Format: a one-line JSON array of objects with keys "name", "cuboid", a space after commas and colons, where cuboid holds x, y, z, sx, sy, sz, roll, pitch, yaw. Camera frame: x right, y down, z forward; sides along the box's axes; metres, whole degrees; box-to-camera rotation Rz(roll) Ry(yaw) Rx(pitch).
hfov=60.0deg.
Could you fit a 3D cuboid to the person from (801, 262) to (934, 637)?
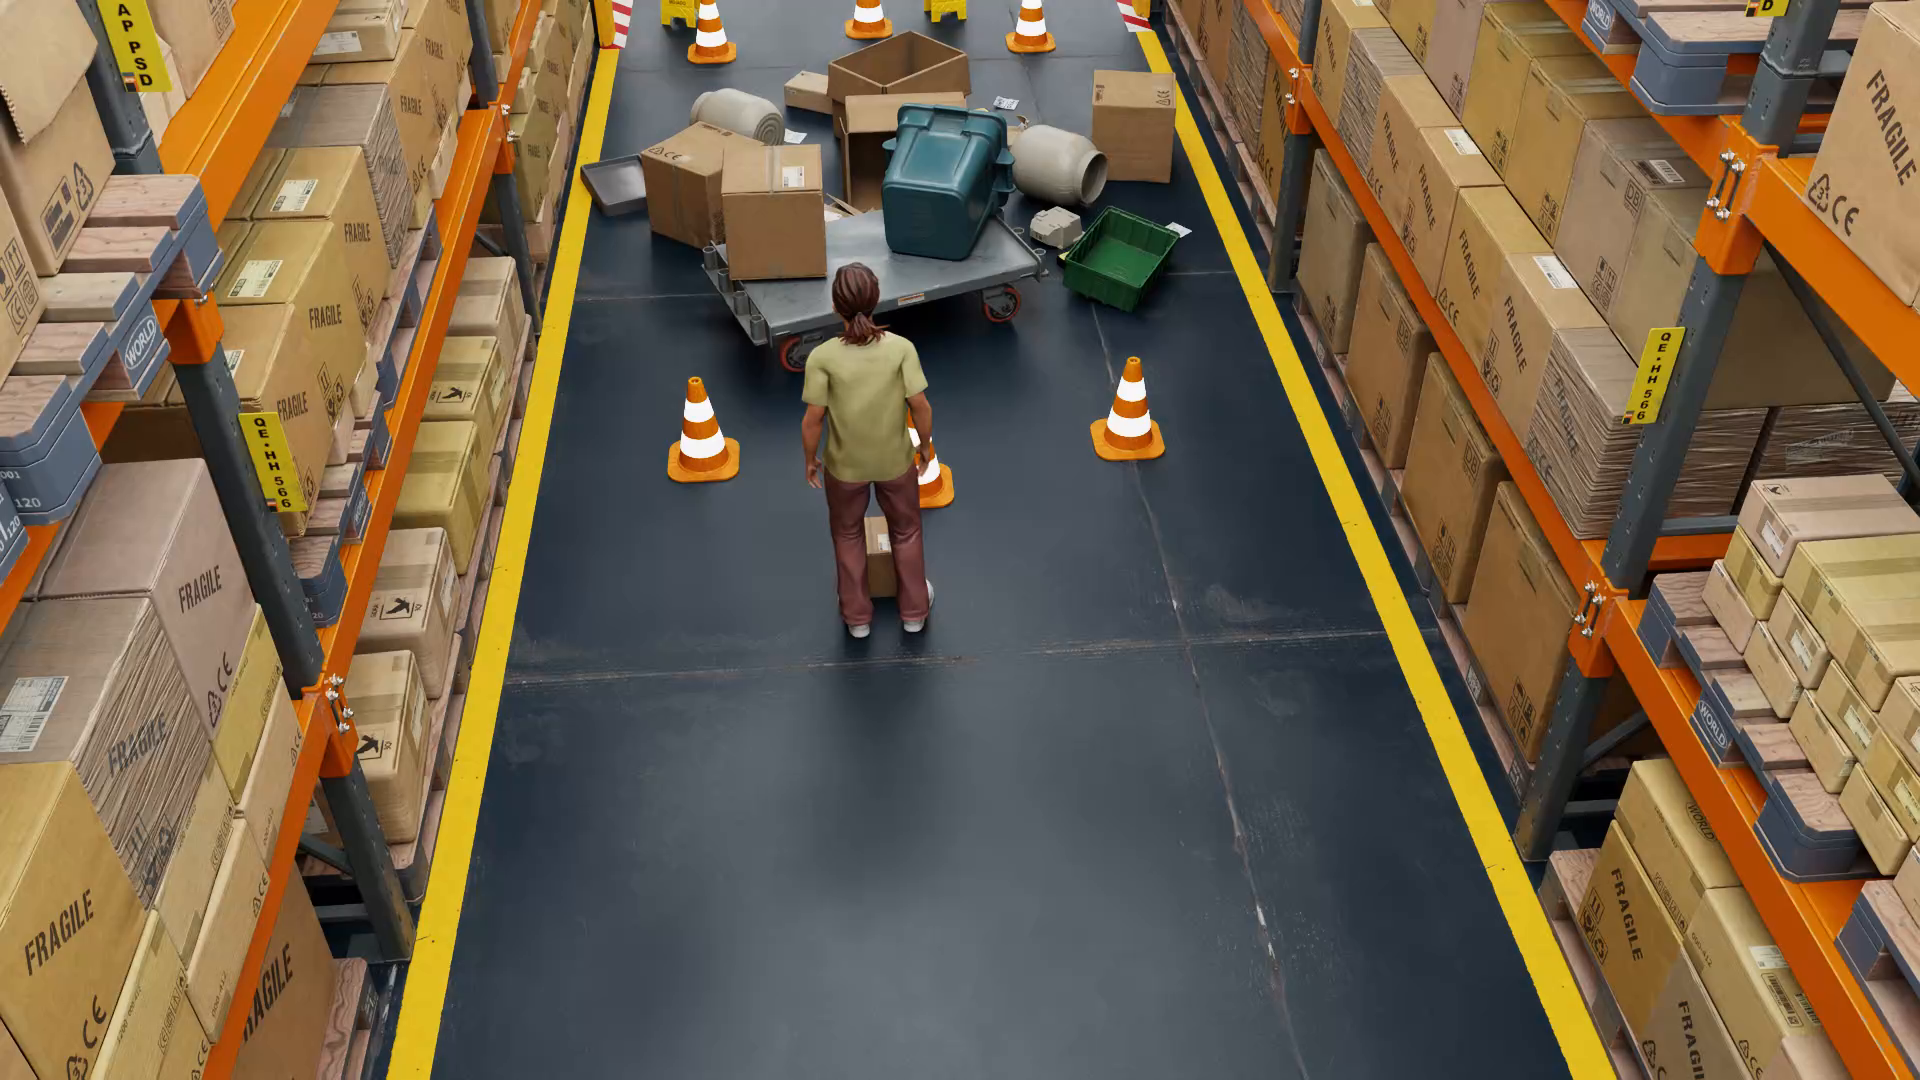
[{"name": "person", "cuboid": [-0.356, -0.318, 6.545, 0.521, 1.672, 0.355, -5, 40, -6]}]
